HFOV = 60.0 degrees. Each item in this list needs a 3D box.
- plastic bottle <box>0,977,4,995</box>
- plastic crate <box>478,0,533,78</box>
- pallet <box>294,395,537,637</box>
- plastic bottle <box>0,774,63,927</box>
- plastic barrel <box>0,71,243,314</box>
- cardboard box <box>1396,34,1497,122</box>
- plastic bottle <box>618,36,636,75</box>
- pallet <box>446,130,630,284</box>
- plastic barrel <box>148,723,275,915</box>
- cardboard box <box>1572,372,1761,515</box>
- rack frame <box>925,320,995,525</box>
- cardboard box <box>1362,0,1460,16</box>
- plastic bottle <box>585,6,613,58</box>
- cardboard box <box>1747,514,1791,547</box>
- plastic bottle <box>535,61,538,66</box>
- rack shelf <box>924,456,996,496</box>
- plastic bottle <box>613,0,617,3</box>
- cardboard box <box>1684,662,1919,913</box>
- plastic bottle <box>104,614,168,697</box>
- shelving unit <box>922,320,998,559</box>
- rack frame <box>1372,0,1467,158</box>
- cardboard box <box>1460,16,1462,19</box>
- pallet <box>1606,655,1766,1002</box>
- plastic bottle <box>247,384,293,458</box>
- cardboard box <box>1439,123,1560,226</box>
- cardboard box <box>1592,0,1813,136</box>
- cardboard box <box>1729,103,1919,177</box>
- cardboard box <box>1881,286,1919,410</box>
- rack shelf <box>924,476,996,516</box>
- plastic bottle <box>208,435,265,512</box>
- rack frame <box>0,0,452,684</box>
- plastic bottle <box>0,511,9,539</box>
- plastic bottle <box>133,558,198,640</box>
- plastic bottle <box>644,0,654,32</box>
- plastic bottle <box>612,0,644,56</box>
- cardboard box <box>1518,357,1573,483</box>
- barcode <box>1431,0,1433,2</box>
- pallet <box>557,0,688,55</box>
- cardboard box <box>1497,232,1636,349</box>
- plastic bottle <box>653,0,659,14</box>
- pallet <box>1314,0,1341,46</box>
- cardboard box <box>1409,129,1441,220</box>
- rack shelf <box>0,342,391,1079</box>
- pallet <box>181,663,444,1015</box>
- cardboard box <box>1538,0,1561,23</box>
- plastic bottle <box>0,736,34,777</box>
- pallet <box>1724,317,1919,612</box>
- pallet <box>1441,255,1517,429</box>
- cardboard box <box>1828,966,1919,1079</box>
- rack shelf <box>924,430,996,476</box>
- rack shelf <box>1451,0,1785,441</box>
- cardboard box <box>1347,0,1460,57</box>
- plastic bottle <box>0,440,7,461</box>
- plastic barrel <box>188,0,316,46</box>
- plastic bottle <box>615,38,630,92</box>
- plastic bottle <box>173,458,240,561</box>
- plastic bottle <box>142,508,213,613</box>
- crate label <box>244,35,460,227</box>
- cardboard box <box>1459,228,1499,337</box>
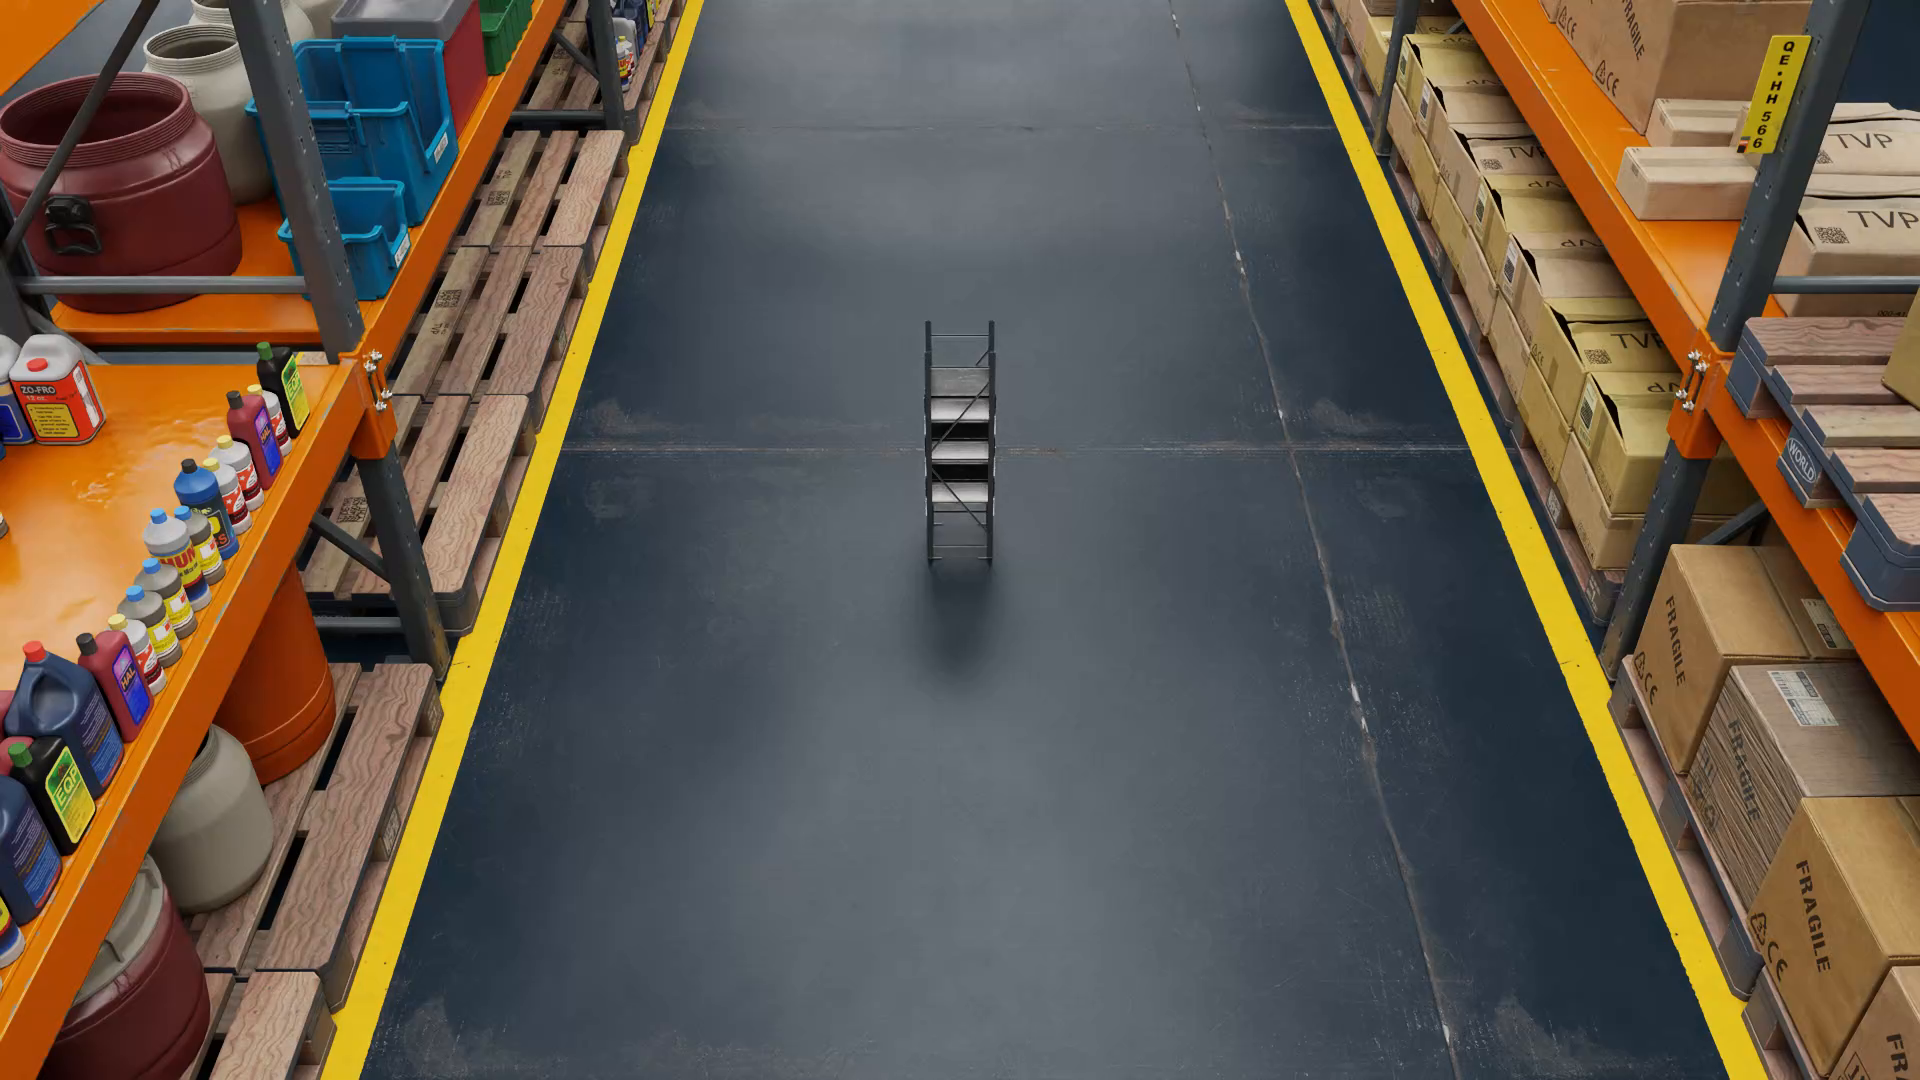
[{"bbox_3d":[-1.842,0.744,3.026,0.097,0.271,0.097,0,39,0],"label":"plastic bottle"},{"bbox_3d":[-1.974,-2.051,6.580,0.450,0.188,0.662,0,39,0],"label":"plastic crate"},{"bbox_3d":[-2.216,-0.118,6.228,1.003,0.211,1.213,0,39,0],"label":"pallet"},{"bbox_3d":[-1.866,0.564,3.187,0.144,0.351,0.185,0,39,0],"label":"plastic bottle"},{"bbox_3d":[-2.557,-1.064,5.071,0.600,0.536,0.708,0,39,0],"label":"plastic barrel"},{"bbox_3d":[2.447,-2.275,8.105,0.500,0.311,0.500,0,39,0],"label":"cardboard box"},{"bbox_3d":[-1.820,-2.629,9.018,0.097,0.201,0.097,0,39,0],"label":"plastic bottle"},{"bbox_3d":[-2.218,-1.644,8.132,1.003,0.211,1.213,0,39,0],"label":"pallet"},{"bbox_3d":[-2.146,0.744,4.576,0.421,0.512,0.421,0,39,0],"label":"plastic barrel"},{"bbox_3d":[2.453,-0.360,5.715,0.500,0.311,0.500,1,39,1],"label":"cardboard box"},{"bbox_3d":[0.000,-0.410,6.042,0.240,0.900,0.006,0,39,0],"label":"rack frame"},{"bbox_3d":[2.487,-3.210,9.120,0.500,0.500,0.500,0,39,0],"label":"cardboard box"},{"bbox_3d":[-1.988,-2.866,9.194,0.144,0.351,0.185,0,39,0],"label":"plastic bottle"},{"bbox_3d":[2.993,-0.141,5.891,0.500,0.250,0.500,0,39,0],"label":"cardboard box"},{"bbox_3d":[-2.403,-2.763,9.066,0.144,0.351,0.185,0,39,0],"label":"plastic bottle"},{"bbox_3d":[0.000,-0.250,6.039,0.258,0.077,0.200,0,39,0],"label":"rack shelf"},{"bbox_3d":[-1.993,-3.205,9.677,0.152,0.276,0.135,0,39,0],"label":"plastic bottle"},{"bbox_3d":[2.421,0.693,4.633,0.500,0.500,0.500,-1,39,-2],"label":"cardboard box"},{"bbox_3d":[-1.843,0.251,3.697,0.097,0.201,0.097,0,39,0],"label":"plastic bottle"},{"bbox_3d":[0.000,-0.346,5.962,0.258,0.900,0.210,0,39,0],"label":"shelving unit"},{"bbox_3d":[2.695,-3.224,7.874,1.000,3.000,0.127,0,39,0],"label":"rack frame"},{"bbox_3d":[3.002,-2.918,9.355,0.500,0.250,0.500,0,39,0],"label":"cardboard box"},{"bbox_3d":[2.663,0.832,5.043,1.003,0.211,1.213,0,39,0],"label":"pallet"},{"bbox_3d":[-1.844,-0.319,4.408,0.097,0.201,0.097,0,39,0],"label":"plastic bottle"},{"bbox_3d":[2.444,-1.638,7.310,0.500,0.311,0.500,-1,39,-2],"label":"cardboard box"},{"bbox_3d":[2.682,-1.811,6.031,0.500,0.500,0.500,-2,39,-2],"label":"cardboard box"},{"bbox_3d":[2.893,-1.247,5.479,0.500,0.311,0.500,0,39,-1],"label":"cardboard box"},{"bbox_3d":[2.813,-0.532,4.099,0.700,0.500,0.500,-12,40,-15],"label":"cardboard box"},{"bbox_3d":[0.000,-0.180,6.096,0.258,0.077,0.200,0,39,0],"label":"rack shelf"},{"bbox_3d":[-1.844,-0.175,4.228,0.097,0.201,0.097,0,39,0],"label":"plastic bottle"},{"bbox_3d":[-2.253,-0.721,4.752,1.000,3.000,0.127,0,39,0],"label":"rack frame"},{"bbox_3d":[-2.451,-0.095,4.129,0.097,0.201,0.097,0,39,0],"label":"plastic bottle"},{"bbox_3d":[-1.844,0.130,3.848,0.097,0.201,0.097,0,39,0],"label":"plastic bottle"},{"bbox_3d":[-1.803,-3.061,9.491,0.061,0.283,0.133,2,39,2],"label":"plastic bottle"},{"bbox_3d":[-1.844,-2.866,9.194,0.144,0.351,0.185,1,39,1],"label":"plastic bottle"},{"bbox_3d":[2.451,-0.465,6.294,0.500,0.250,0.500,0,39,-1],"label":"cardboard box"},{"bbox_3d":[2.279,-2.635,8.019,0.001,0.075,0.075,0,39,0],"label":"barcode"},{"bbox_3d":[-2.221,-3.320,10.224,1.003,0.211,1.213,0,39,0],"label":"pallet"},{"bbox_3d":[2.448,-1.000,6.514,0.500,0.311,0.500,0,39,0],"label":"cardboard box"},{"bbox_3d":[-1.845,-3.250,9.673,0.144,0.351,0.185,0,39,0],"label":"plastic bottle"},{"bbox_3d":[2.732,-3.398,10.322,1.003,0.211,1.213,0,39,0],"label":"pallet"},{"bbox_3d":[2.447,-1.743,7.889,0.500,0.250,0.500,1,39,1],"label":"cardboard box"},{"bbox_3d":[-2.251,0.810,3.416,1.077,0.370,4.000,0,39,0],"label":"rack shelf"},{"bbox_3d":[-2.211,0.860,5.008,1.003,0.211,1.213,0,39,0],"label":"pallet"},{"bbox_3d":[2.680,-2.453,6.833,0.500,0.500,0.500,3,39,3],"label":"cardboard box"},{"bbox_3d":[-1.886,0.491,3.332,0.061,0.283,0.133,0,39,0],"label":"plastic bottle"},{"bbox_3d":[2.771,-0.224,4.284,1.213,0.211,1.003,0,39,0],"label":"pallet"},{"bbox_3d":[2.739,-0.910,7.217,1.003,0.211,1.213,0,39,0],"label":"pallet"},{"bbox_3d":[2.422,1.333,3.835,0.500,0.500,0.500,-1,39,-2],"label":"cardboard box"},{"bbox_3d":[0.000,-0.320,5.983,0.258,0.077,0.200,0,39,0],"label":"rack shelf"},{"bbox_3d":[2.698,-1.693,6.539,1.077,0.370,4.000,0,39,0],"label":"rack shelf"},{"bbox_3d":[2.485,-2.917,9.355,0.500,0.250,0.500,0,39,0],"label":"cardboard box"},{"bbox_3d":[-2.603,-0.328,4.363,0.097,0.271,0.097,0,39,0],"label":"plastic bottle"},{"bbox_3d":[-2.469,-1.672,5.848,0.421,0.512,0.421,0,39,0],"label":"plastic barrel"},{"bbox_3d":[-1.820,-2.529,8.838,0.097,0.271,0.097,0,39,0],"label":"plastic bottle"},{"bbox_3d":[-1.844,-0.080,4.054,0.097,0.271,0.097,0,39,0],"label":"plastic bottle"},{"bbox_3d":[-1.844,0.041,3.903,0.097,0.271,0.097,0,39,0],"label":"plastic bottle"},{"bbox_3d":[-1.984,-1.357,5.516,0.502,0.435,0.616,0,39,0],"label":"crate label"},{"bbox_3d":[2.450,-1.101,7.088,0.500,0.250,0.500,1,39,1],"label":"cardboard box"}]
